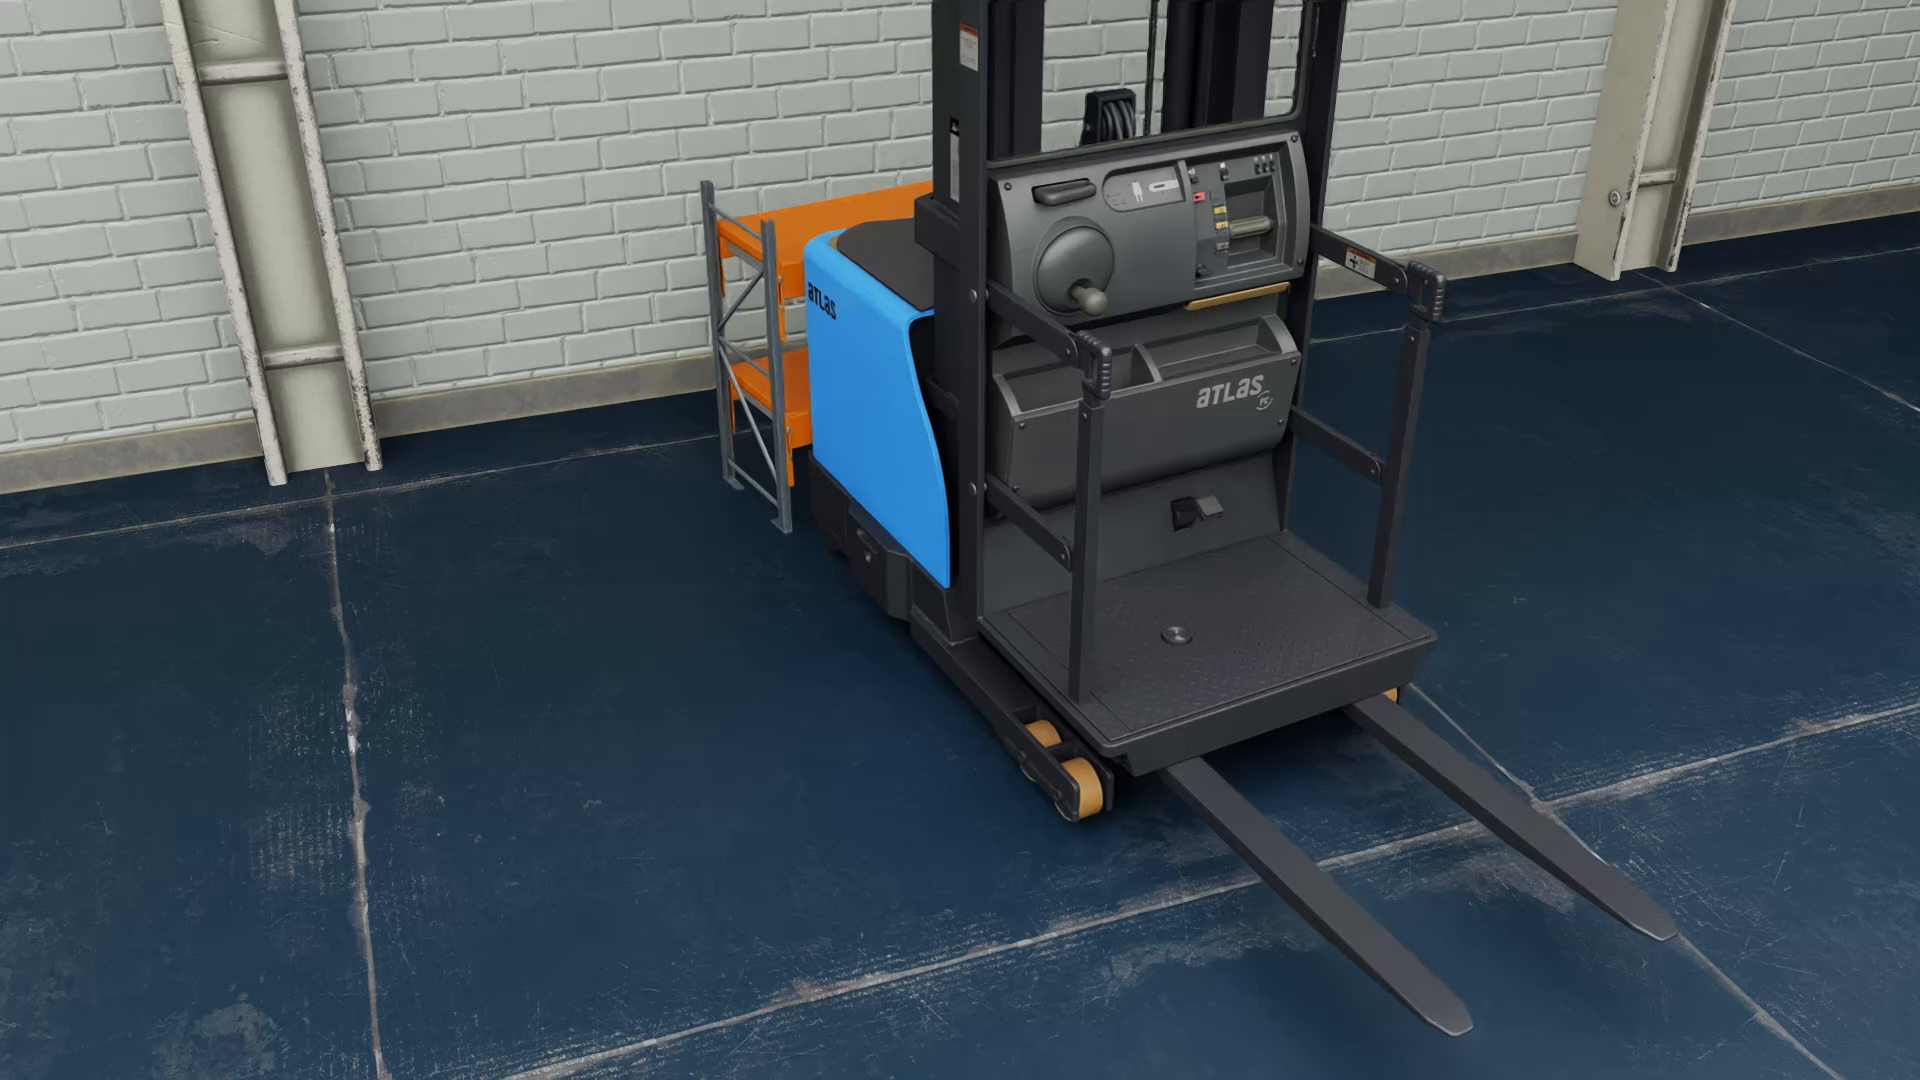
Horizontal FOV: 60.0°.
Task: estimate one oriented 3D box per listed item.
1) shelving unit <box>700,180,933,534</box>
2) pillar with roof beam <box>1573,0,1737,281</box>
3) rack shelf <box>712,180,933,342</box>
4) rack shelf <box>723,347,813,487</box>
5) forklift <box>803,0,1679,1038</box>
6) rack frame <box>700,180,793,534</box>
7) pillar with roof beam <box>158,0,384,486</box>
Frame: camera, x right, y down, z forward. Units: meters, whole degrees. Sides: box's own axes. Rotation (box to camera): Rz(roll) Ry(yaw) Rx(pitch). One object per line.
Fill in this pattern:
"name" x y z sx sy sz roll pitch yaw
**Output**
"shelving unit" -0.300 -0.752 5.934 1.048 1.125 0.538 -17 34 -28
"pillar with roof beam" 4.728 -3.252 2.367 0.400 9.000 9.100 -10 31 -18
"rack shelf" -0.300 -1.007 5.790 1.000 0.278 0.538 -17 34 -28
"rack shelf" -0.300 -0.540 6.055 1.000 0.278 0.538 -17 34 -28
"forklift" 0.620 -0.780 4.158 1.130 2.935 3.031 -15 33 -24
"rack frame" -0.730 -0.618 5.698 0.032 1.125 0.500 -17 34 -28
"pillar with roof beam" -0.895 -2.216 0.550 0.400 9.000 9.100 -10 31 -18
